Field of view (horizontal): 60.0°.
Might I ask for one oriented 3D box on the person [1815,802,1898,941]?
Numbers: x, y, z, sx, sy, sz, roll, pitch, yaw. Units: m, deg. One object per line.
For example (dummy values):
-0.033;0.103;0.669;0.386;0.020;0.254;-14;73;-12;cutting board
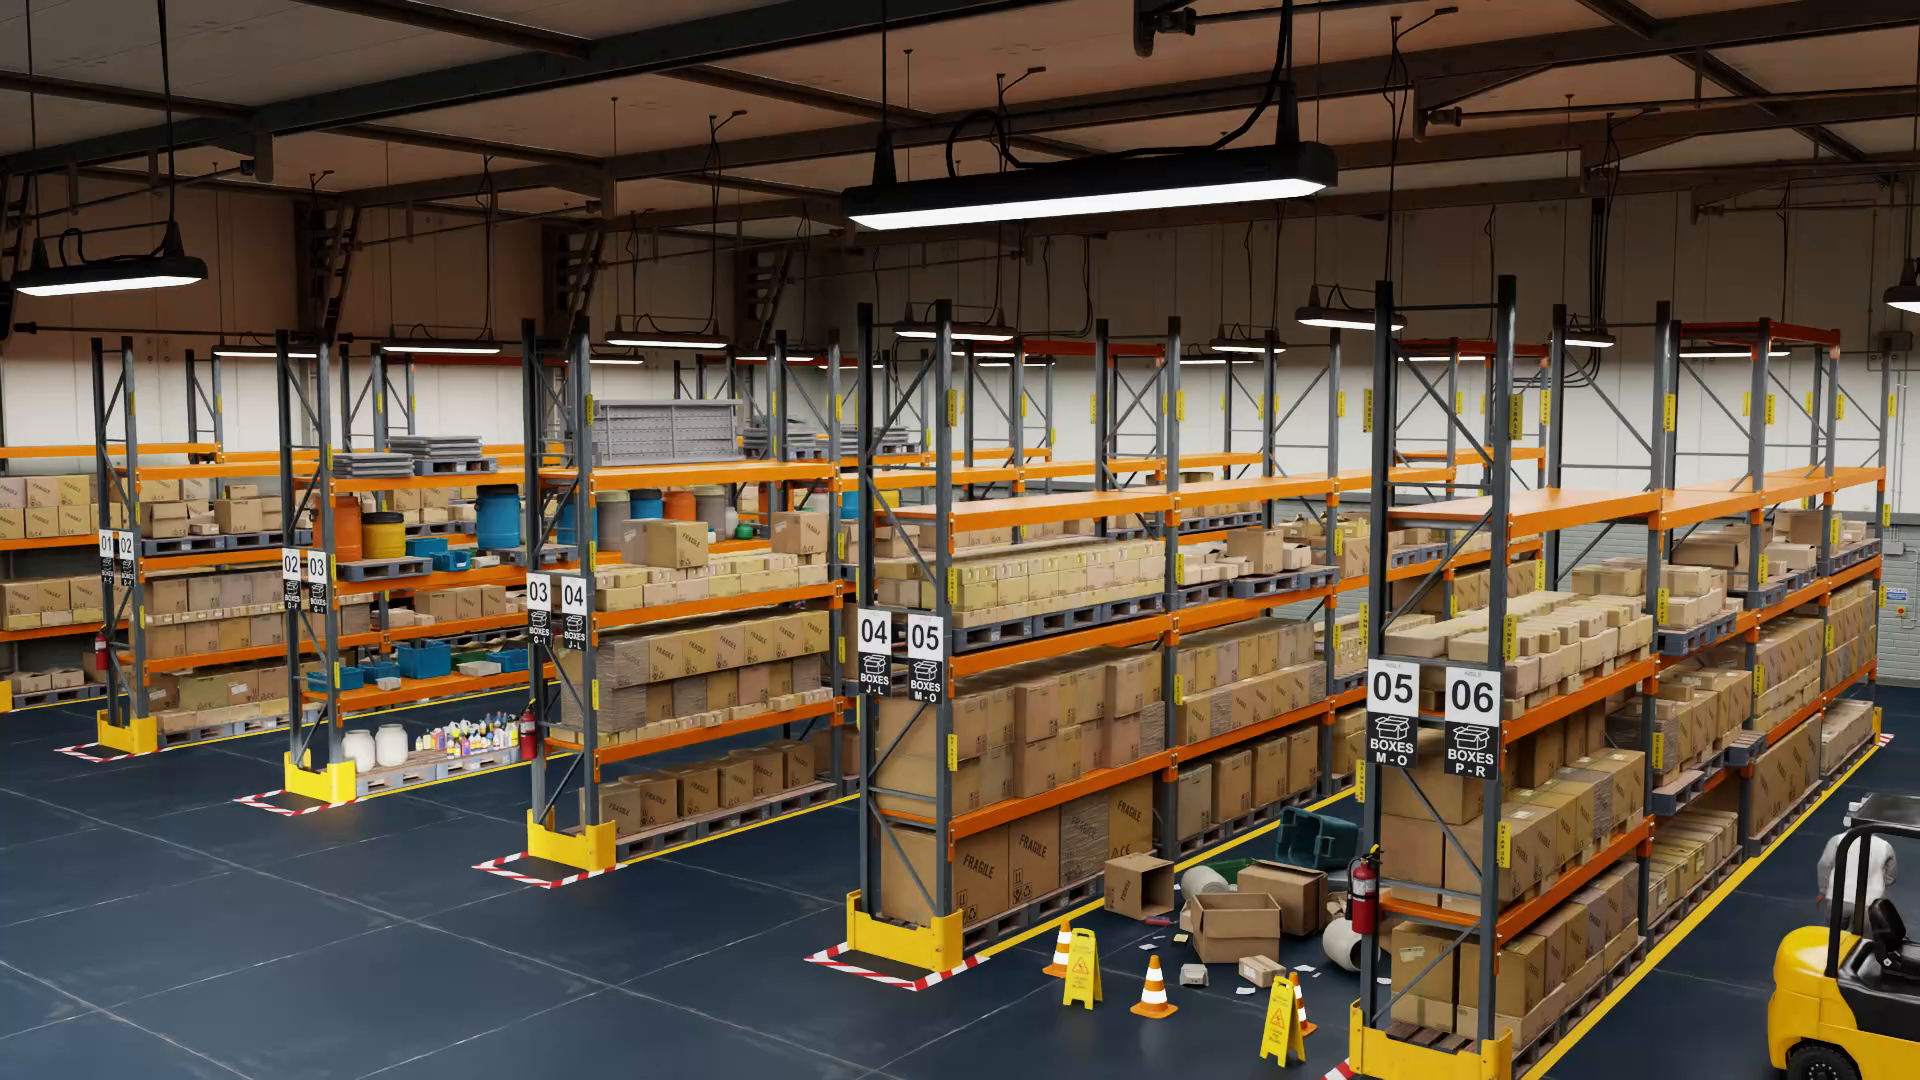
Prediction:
7.677;3.099;14.265;0.589;1.668;0.741;4;6;38;person
